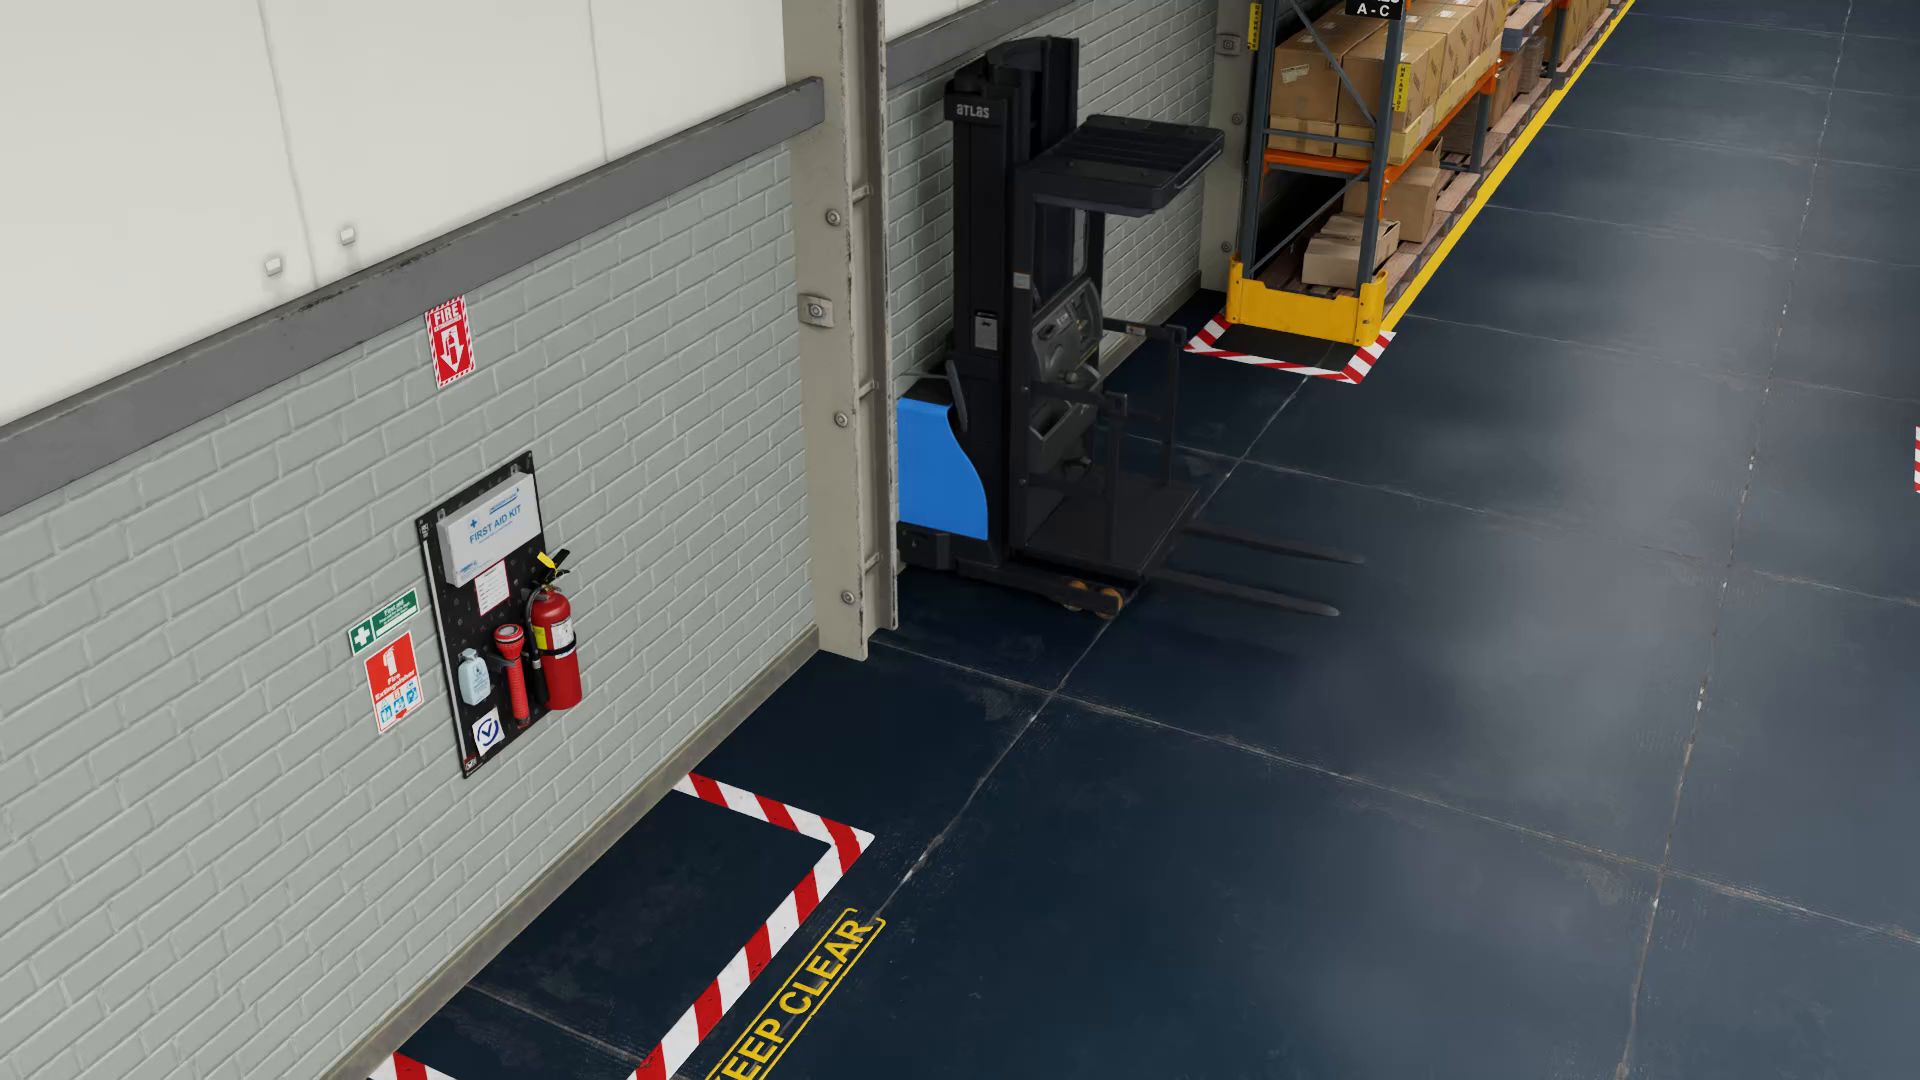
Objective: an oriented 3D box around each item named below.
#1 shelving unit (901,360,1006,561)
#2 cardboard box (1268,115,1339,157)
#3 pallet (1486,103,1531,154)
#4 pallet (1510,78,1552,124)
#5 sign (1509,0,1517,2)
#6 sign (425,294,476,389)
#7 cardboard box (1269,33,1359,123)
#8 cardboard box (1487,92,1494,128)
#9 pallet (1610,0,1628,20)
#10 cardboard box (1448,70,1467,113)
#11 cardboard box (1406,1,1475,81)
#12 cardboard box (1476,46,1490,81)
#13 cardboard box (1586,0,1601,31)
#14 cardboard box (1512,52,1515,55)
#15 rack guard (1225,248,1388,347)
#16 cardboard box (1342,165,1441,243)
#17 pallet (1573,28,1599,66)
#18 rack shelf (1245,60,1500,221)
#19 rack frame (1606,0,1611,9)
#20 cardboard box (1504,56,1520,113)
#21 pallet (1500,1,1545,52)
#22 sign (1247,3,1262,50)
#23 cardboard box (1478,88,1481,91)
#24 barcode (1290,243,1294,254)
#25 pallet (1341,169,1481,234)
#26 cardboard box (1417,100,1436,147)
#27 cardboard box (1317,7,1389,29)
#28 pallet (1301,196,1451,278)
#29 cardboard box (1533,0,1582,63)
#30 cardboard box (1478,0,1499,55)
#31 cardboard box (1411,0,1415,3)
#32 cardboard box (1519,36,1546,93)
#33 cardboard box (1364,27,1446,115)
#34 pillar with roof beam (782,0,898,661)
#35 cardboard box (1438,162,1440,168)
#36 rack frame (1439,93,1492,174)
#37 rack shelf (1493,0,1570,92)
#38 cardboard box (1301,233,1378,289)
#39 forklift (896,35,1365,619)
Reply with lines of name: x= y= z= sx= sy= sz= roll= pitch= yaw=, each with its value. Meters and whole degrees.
shelving unit: x=0.129 y=-0.719 z=9.862 sx=0.538 sy=1.500 sz=1.048 roll=7 pitch=42 yaw=29
cardboard box: x=2.659 y=-3.121 z=12.594 sx=0.500 sy=0.250 sz=0.500 roll=15 pitch=33 yaw=24
pallet: x=5.349 y=-4.379 z=17.453 sx=1.003 sy=0.211 sz=1.213 roll=14 pitch=33 yaw=23
pallet: x=5.906 y=-4.917 z=18.392 sx=1.003 sy=0.211 sz=1.213 roll=14 pitch=33 yaw=23
sign: x=4.927 y=-4.955 z=14.788 sx=0.100 sy=0.325 sz=0.005 roll=14 pitch=33 yaw=23
sign: x=-1.818 y=-0.710 z=5.938 sx=0.001 sy=0.298 sz=0.199 roll=14 pitch=33 yaw=23
cardboard box: x=2.644 y=-3.452 z=12.418 sx=0.500 sy=0.500 sz=0.500 roll=14 pitch=33 yaw=23
cardboard box: x=4.952 y=-4.377 z=16.718 sx=0.700 sy=0.500 sz=0.500 roll=14 pitch=33 yaw=22
pallet: x=8.501 y=-7.356 z=22.638 sx=1.003 sy=0.211 sz=1.213 roll=14 pitch=33 yaw=23
cardboard box: x=3.817 y=-3.696 z=13.594 sx=0.500 sy=0.250 sz=0.500 roll=15 pitch=33 yaw=24
cardboard box: x=3.803 y=-4.015 z=13.397 sx=0.500 sy=0.500 sz=0.500 roll=15 pitch=33 yaw=25
cardboard box: x=4.260 y=-4.145 z=14.378 sx=0.500 sy=0.250 sz=0.500 roll=14 pitch=33 yaw=23
cardboard box: x=7.502 y=-6.784 z=20.578 sx=0.750 sy=0.750 sz=0.750 roll=15 pitch=33 yaw=25
cardboard box: x=5.666 y=-5.335 z=17.634 sx=0.500 sy=0.250 sz=0.500 roll=15 pitch=33 yaw=24
rack guard: x=2.653 y=-1.876 z=12.805 sx=1.175 sy=0.500 sz=0.348 roll=14 pitch=33 yaw=23
cardboard box: x=3.652 y=-2.886 z=14.122 sx=0.700 sy=0.500 sz=0.500 roll=12 pitch=32 yaw=20
pallet: x=7.246 y=-6.135 z=20.511 sx=1.003 sy=0.211 sz=1.213 roll=14 pitch=33 yaw=23
rack shelf: x=3.530 y=-3.501 z=13.847 sx=1.077 sy=0.370 sz=4.000 roll=14 pitch=33 yaw=23
rack frame: x=8.085 y=-8.246 z=21.388 sx=1.000 sy=3.000 sz=0.127 roll=14 pitch=33 yaw=23
cardboard box: x=5.442 y=-4.820 z=17.490 sx=0.700 sy=0.500 sz=0.500 roll=14 pitch=33 yaw=23
pallet: x=4.918 y=-4.922 z=15.792 sx=1.003 sy=0.211 sz=1.213 roll=14 pitch=33 yaw=23
sign: x=2.133 y=-3.700 z=11.992 sx=0.100 sy=0.325 sz=0.005 roll=14 pitch=33 yaw=23
cardboard box: x=4.959 y=-4.658 z=16.454 sx=0.500 sy=0.250 sz=0.500 roll=14 pitch=33 yaw=22
barcode: x=2.666 y=-2.340 z=13.352 sx=0.001 sy=0.075 sz=0.075 roll=14 pitch=33 yaw=23
pallet: x=4.166 y=-3.185 z=15.374 sx=1.003 sy=0.211 sz=1.213 roll=14 pitch=33 yaw=23
cardboard box: x=3.347 y=-3.248 z=12.814 sx=0.500 sy=0.250 sz=0.500 roll=13 pitch=32 yaw=22
cardboard box: x=3.114 y=-3.903 z=13.203 sx=0.500 sy=0.500 sz=0.500 roll=13 pitch=32 yaw=22
pallet: x=3.612 y=-2.642 z=14.429 sx=1.003 sy=0.211 sz=1.213 roll=14 pitch=33 yaw=23
cardboard box: x=6.715 y=-6.019 z=19.247 sx=0.750 sy=0.750 sz=0.750 roll=14 pitch=33 yaw=23
cardboard box: x=4.278 y=-4.466 z=14.183 sx=0.500 sy=0.500 sz=0.500 roll=14 pitch=33 yaw=23
cardboard box: x=3.570 y=-4.359 z=13.997 sx=0.500 sy=0.500 sz=0.500 roll=15 pitch=33 yaw=25
cardboard box: x=5.981 y=-5.249 z=18.236 sx=0.700 sy=0.500 sz=0.500 roll=15 pitch=33 yaw=24
cardboard box: x=3.338 y=-3.555 z=12.597 sx=0.500 sy=0.500 sz=0.500 roll=14 pitch=33 yaw=23
pillar with roof beam: x=3.266 y=-2.398 z=5.180 sx=9.100 sy=9.000 sz=0.400 roll=14 pitch=33 yaw=23
cardboard box: x=4.224 y=-3.418 z=15.383 sx=0.380 sy=0.166 sz=0.250 roll=10 pitch=31 yaw=17
rack frame: x=4.441 y=-4.700 z=15.212 sx=1.000 sy=3.000 sz=0.127 roll=14 pitch=33 yaw=23
rack shelf: x=5.352 y=-5.274 z=16.935 sx=1.077 sy=0.370 sz=4.000 roll=14 pitch=33 yaw=23
cardboard box: x=3.014 y=-2.237 z=13.183 sx=0.500 sy=0.311 sz=0.500 roll=11 pitch=32 yaw=18
forklift: x=0.775 y=-1.135 z=9.074 sx=3.031 sy=2.935 sz=1.130 roll=13 pitch=32 yaw=21
